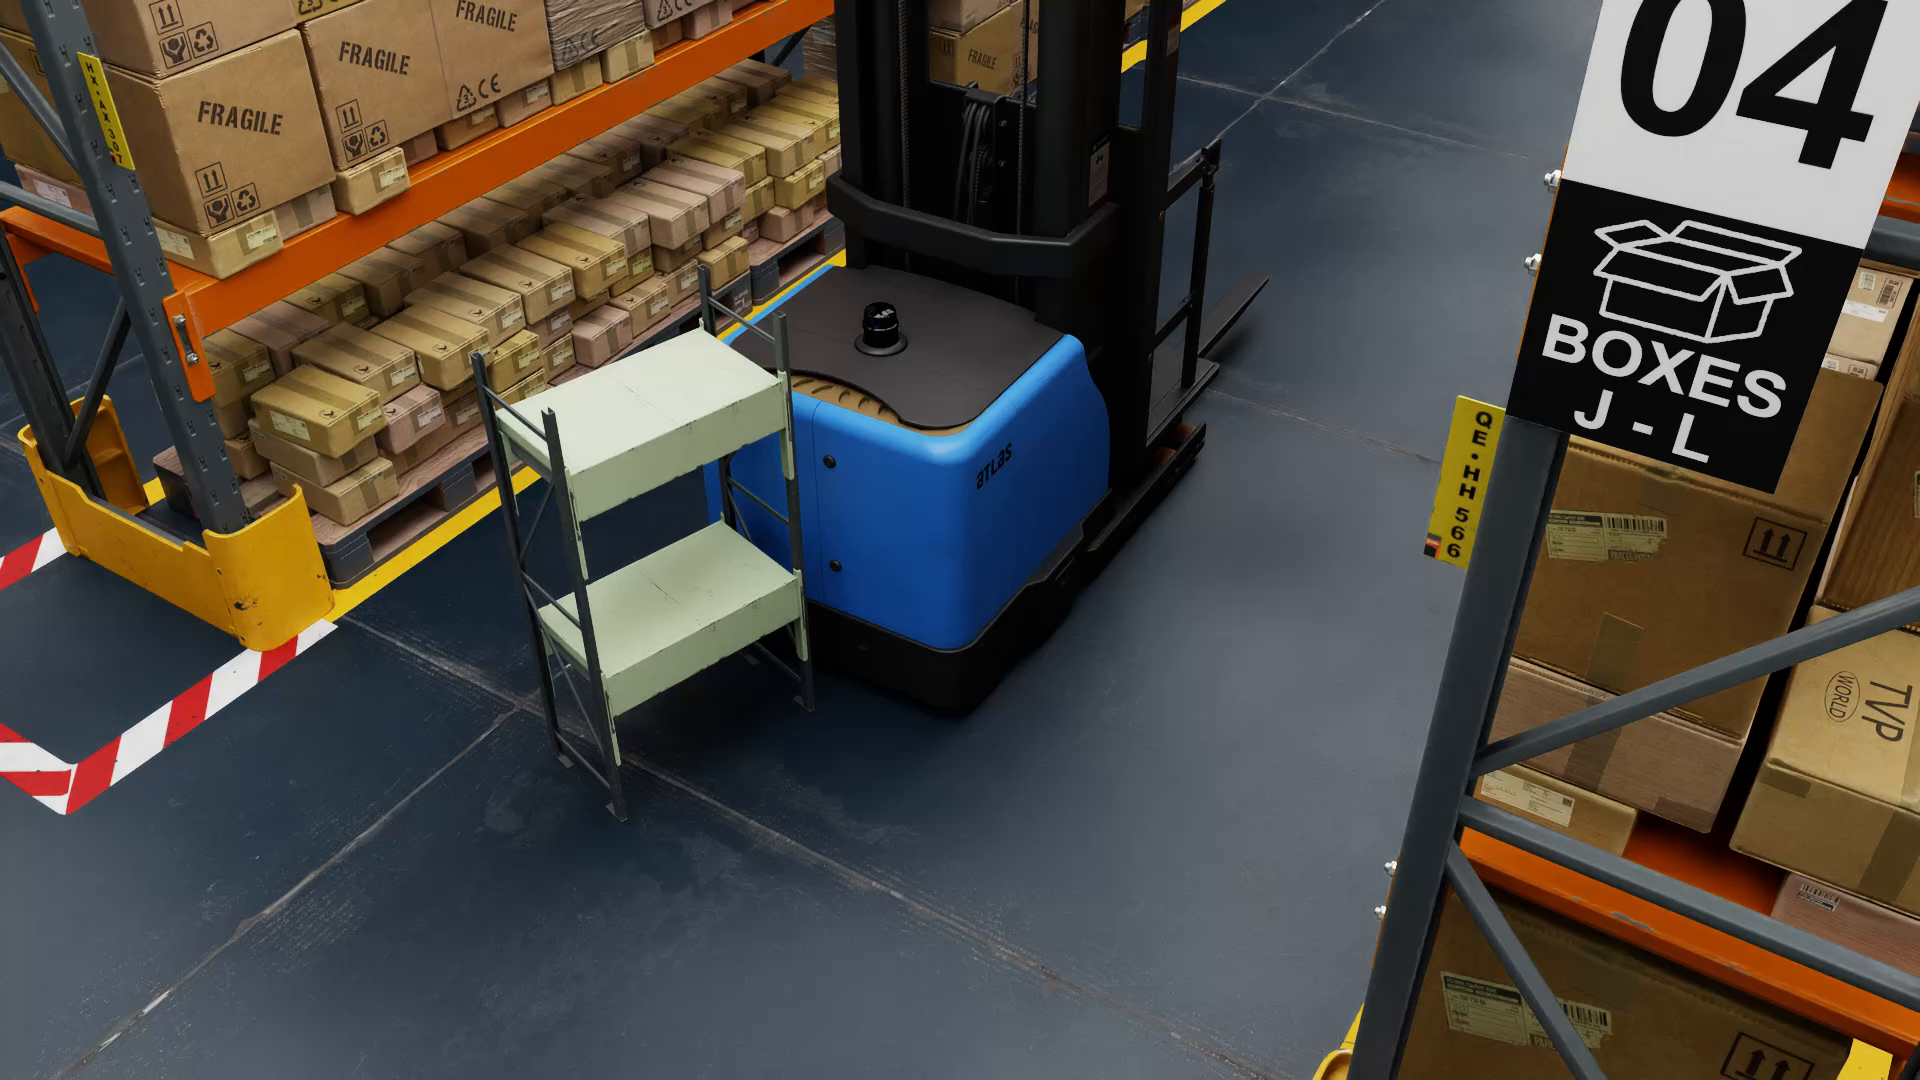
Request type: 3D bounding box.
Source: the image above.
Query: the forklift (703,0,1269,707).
[{"bbox_3d":[0.322,-1.491,5.784,1.130,2.935,3.031,20,42,24],"label":"forklift"}]

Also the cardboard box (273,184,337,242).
[{"bbox_3d":[-2.285,-1.131,5.466,0.380,0.149,0.250,23,43,27],"label":"cardboard box"}]

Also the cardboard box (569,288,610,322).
[{"bbox_3d":[-1.687,-1.063,6.919,0.380,0.149,0.250,23,43,27],"label":"cardboard box"}]

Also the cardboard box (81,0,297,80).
[{"bbox_3d":[-2.372,-1.724,4.885,0.500,0.500,0.500,21,42,25],"label":"cardboard box"}]

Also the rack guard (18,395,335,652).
[{"bbox_3d":[-2.796,-0.075,5.938,1.175,0.500,0.348,21,42,25],"label":"rack guard"}]

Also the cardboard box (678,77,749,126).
[{"bbox_3d":[-1.251,-2.128,8.058,0.380,0.149,0.250,23,43,27],"label":"cardboard box"}]

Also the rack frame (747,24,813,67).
[{"bbox_3d":[-0.693,-3.088,7.799,1.000,3.000,0.127,21,42,25],"label":"rack frame"}]

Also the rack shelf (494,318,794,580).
[{"bbox_3d":[-0.895,-0.275,4.739,0.720,0.370,0.431,-29,46,-32],"label":"rack shelf"}]

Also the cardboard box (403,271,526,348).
[{"bbox_3d":[-1.917,-0.882,6.441,0.380,0.149,0.250,19,42,23],"label":"cardboard box"}]

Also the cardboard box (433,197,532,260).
[{"bbox_3d":[-2.028,-1.309,6.995,0.380,0.149,0.250,20,42,24],"label":"cardboard box"}]

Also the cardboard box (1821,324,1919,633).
[{"bbox_3d":[2.050,-0.124,3.218,0.500,0.500,0.500,20,42,24],"label":"cardboard box"}]

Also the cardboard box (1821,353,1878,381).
[{"bbox_3d":[1.878,-0.270,4.023,0.500,0.250,0.500,20,42,24],"label":"cardboard box"}]

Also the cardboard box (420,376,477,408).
[{"bbox_3d":[-2.088,-0.645,6.377,0.380,0.149,0.250,22,43,26],"label":"cardboard box"}]

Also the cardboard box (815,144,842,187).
[{"bbox_3d":[-0.728,-1.833,7.918,0.380,0.149,0.250,19,42,23],"label":"cardboard box"}]

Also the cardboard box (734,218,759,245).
[{"bbox_3d":[-1.157,-1.452,7.667,0.380,0.149,0.250,20,42,24],"label":"cardboard box"}]

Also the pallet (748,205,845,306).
[{"bbox_3d":[-1.023,-1.626,8.186,1.003,0.211,1.213,21,42,25],"label":"pallet"}]

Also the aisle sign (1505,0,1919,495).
[{"bbox_3d":[1.006,-0.442,2.237,0.394,0.787,0.004,21,42,25],"label":"aisle sign"}]

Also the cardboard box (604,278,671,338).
[{"bbox_3d":[-1.468,-1.030,7.121,0.380,0.149,0.250,21,42,25],"label":"cardboard box"}]

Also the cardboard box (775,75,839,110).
[{"bbox_3d":[-0.664,-2.092,8.011,0.380,0.149,0.250,22,43,26],"label":"cardboard box"}]

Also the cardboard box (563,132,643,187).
[{"bbox_3d":[-1.670,-1.735,7.548,0.380,0.149,0.250,22,43,26],"label":"cardboard box"}]

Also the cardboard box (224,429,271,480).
[{"bbox_3d":[-2.731,-0.403,6.306,0.380,0.149,0.250,22,43,26],"label":"cardboard box"}]

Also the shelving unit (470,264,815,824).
[{"bbox_3d":[-0.895,0.034,4.977,0.755,1.500,0.431,-29,46,-32],"label":"shelving unit"}]

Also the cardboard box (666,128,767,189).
[{"bbox_3d":[-1.100,-1.709,7.513,0.380,0.149,0.250,23,43,27],"label":"cardboard box"}]

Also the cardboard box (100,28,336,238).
[{"bbox_3d":[-2.363,-1.324,5.185,0.500,0.500,0.500,23,43,27],"label":"cardboard box"}]

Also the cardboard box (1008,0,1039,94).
[{"bbox_3d":[0.208,-2.832,9.170,0.500,0.500,0.500,23,43,27],"label":"cardboard box"}]

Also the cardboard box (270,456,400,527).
[{"bbox_3d":[-2.286,-0.228,6.081,0.380,0.149,0.250,22,43,26],"label":"cardboard box"}]

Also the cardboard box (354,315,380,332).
[{"bbox_3d":[-2.518,-0.815,6.597,0.380,0.149,0.250,19,42,23],"label":"cardboard box"}]

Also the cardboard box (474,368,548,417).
[{"bbox_3d":[-1.858,-0.616,6.584,0.380,0.149,0.250,22,43,26],"label":"cardboard box"}]

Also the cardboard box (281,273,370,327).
[{"bbox_3d":[-2.552,-0.940,6.517,0.380,0.149,0.250,20,42,24],"label":"cardboard box"}]

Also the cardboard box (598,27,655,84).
[{"bbox_3d":[-1.426,-1.935,6.509,0.380,0.149,0.250,22,43,26],"label":"cardboard box"}]

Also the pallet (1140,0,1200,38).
[{"bbox_3d":[1.030,-3.643,10.803,1.003,0.211,1.213,21,42,25],"label":"pallet"}]

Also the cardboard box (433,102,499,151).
[{"bbox_3d":[-1.906,-1.562,6.025,0.380,0.149,0.250,21,42,25],"label":"cardboard box"}]

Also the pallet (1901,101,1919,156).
[{"bbox_3d":[1.686,-0.890,2.563,1.003,0.211,1.213,21,42,25],"label":"pallet"}]

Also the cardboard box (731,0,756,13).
[{"bbox_3d":[-1.085,-2.367,7.070,0.380,0.149,0.250,20,42,24],"label":"cardboard box"}]

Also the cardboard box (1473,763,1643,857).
[{"bbox_3d":[1.210,0.457,3.406,0.380,0.149,0.250,22,43,26],"label":"cardboard box"}]

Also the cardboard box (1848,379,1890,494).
[{"bbox_3d":[2.328,-0.097,3.798,0.500,0.250,0.500,20,42,24],"label":"cardboard box"}]

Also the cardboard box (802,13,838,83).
[{"bbox_3d":[-0.510,-2.728,9.036,0.500,0.500,0.500,20,42,24],"label":"cardboard box"}]

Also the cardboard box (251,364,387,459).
[{"bbox_3d":[-2.269,-0.458,5.891,0.380,0.149,0.250,19,42,23],"label":"cardboard box"}]

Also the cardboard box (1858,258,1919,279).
[{"bbox_3d":[2.423,-1.084,4.465,0.500,0.500,0.500,20,42,24],"label":"cardboard box"}]

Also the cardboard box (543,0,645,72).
[{"bbox_3d":[-1.556,-2.122,6.220,0.500,0.500,0.500,20,42,24],"label":"cardboard box"}]

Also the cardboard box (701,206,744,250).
[{"bbox_3d":[-1.194,-1.454,7.427,0.380,0.149,0.250,22,43,26],"label":"cardboard box"}]

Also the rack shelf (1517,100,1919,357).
[{"bbox_3d":[2.369,-1.285,3.593,1.077,0.370,4.000,21,42,25],"label":"rack shelf"}]

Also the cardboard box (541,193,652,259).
[{"bbox_3d":[-1.527,-1.303,6.988,0.380,0.149,0.250,21,42,25],"label":"cardboard box"}]

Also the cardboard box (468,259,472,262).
[{"bbox_3d":[-2.098,-1.212,7.113,0.380,0.149,0.250,23,43,27],"label":"cardboard box"}]
